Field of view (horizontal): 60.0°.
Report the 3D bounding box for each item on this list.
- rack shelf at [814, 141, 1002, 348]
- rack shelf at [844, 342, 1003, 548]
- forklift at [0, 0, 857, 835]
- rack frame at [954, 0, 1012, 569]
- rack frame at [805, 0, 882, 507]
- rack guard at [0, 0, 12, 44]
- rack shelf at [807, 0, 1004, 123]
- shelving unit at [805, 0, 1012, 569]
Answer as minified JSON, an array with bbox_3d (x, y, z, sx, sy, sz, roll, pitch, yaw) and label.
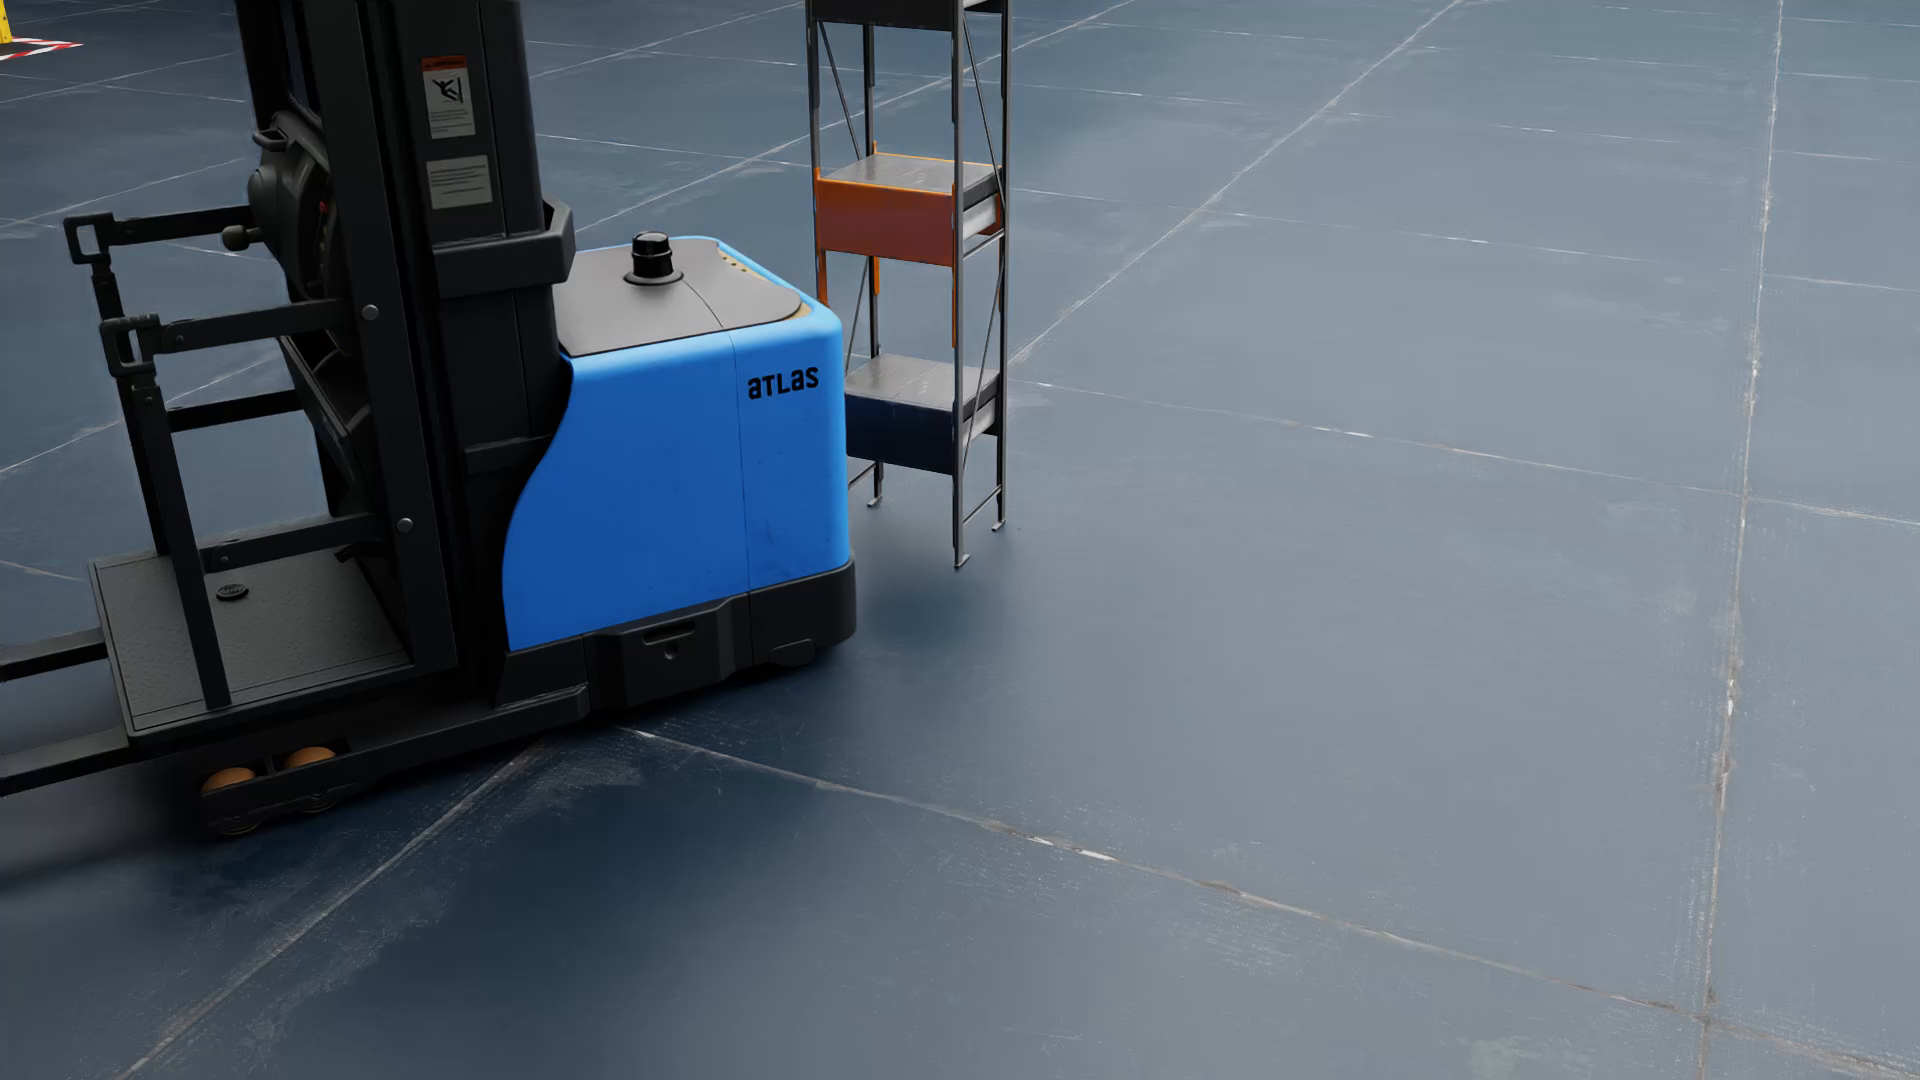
[{"bbox_3d":[-0.151,-0.960,5.354,0.480,0.518,0.431,11,28,22],"label":"rack shelf"},{"bbox_3d":[-0.151,-0.332,5.663,0.480,0.518,0.431,11,28,22],"label":"rack shelf"},{"bbox_3d":[-1.848,-0.832,4.122,3.031,2.935,1.130,-14,30,-27],"label":"forklift"},{"bbox_3d":[0.071,-0.928,5.257,0.015,2.100,0.400,11,28,22],"label":"rack frame"},{"bbox_3d":[-0.373,-1.017,5.438,0.015,2.100,0.400,11,28,22],"label":"rack frame"},{"bbox_3d":[-8.754,-4.437,14.195,0.348,0.500,1.175,11,28,22],"label":"rack guard"},{"bbox_3d":[-0.151,-1.588,5.045,0.480,0.518,0.431,11,28,22],"label":"rack shelf"},{"bbox_3d":[-0.151,-0.972,5.348,0.503,2.100,0.431,11,28,22],"label":"shelving unit"}]
